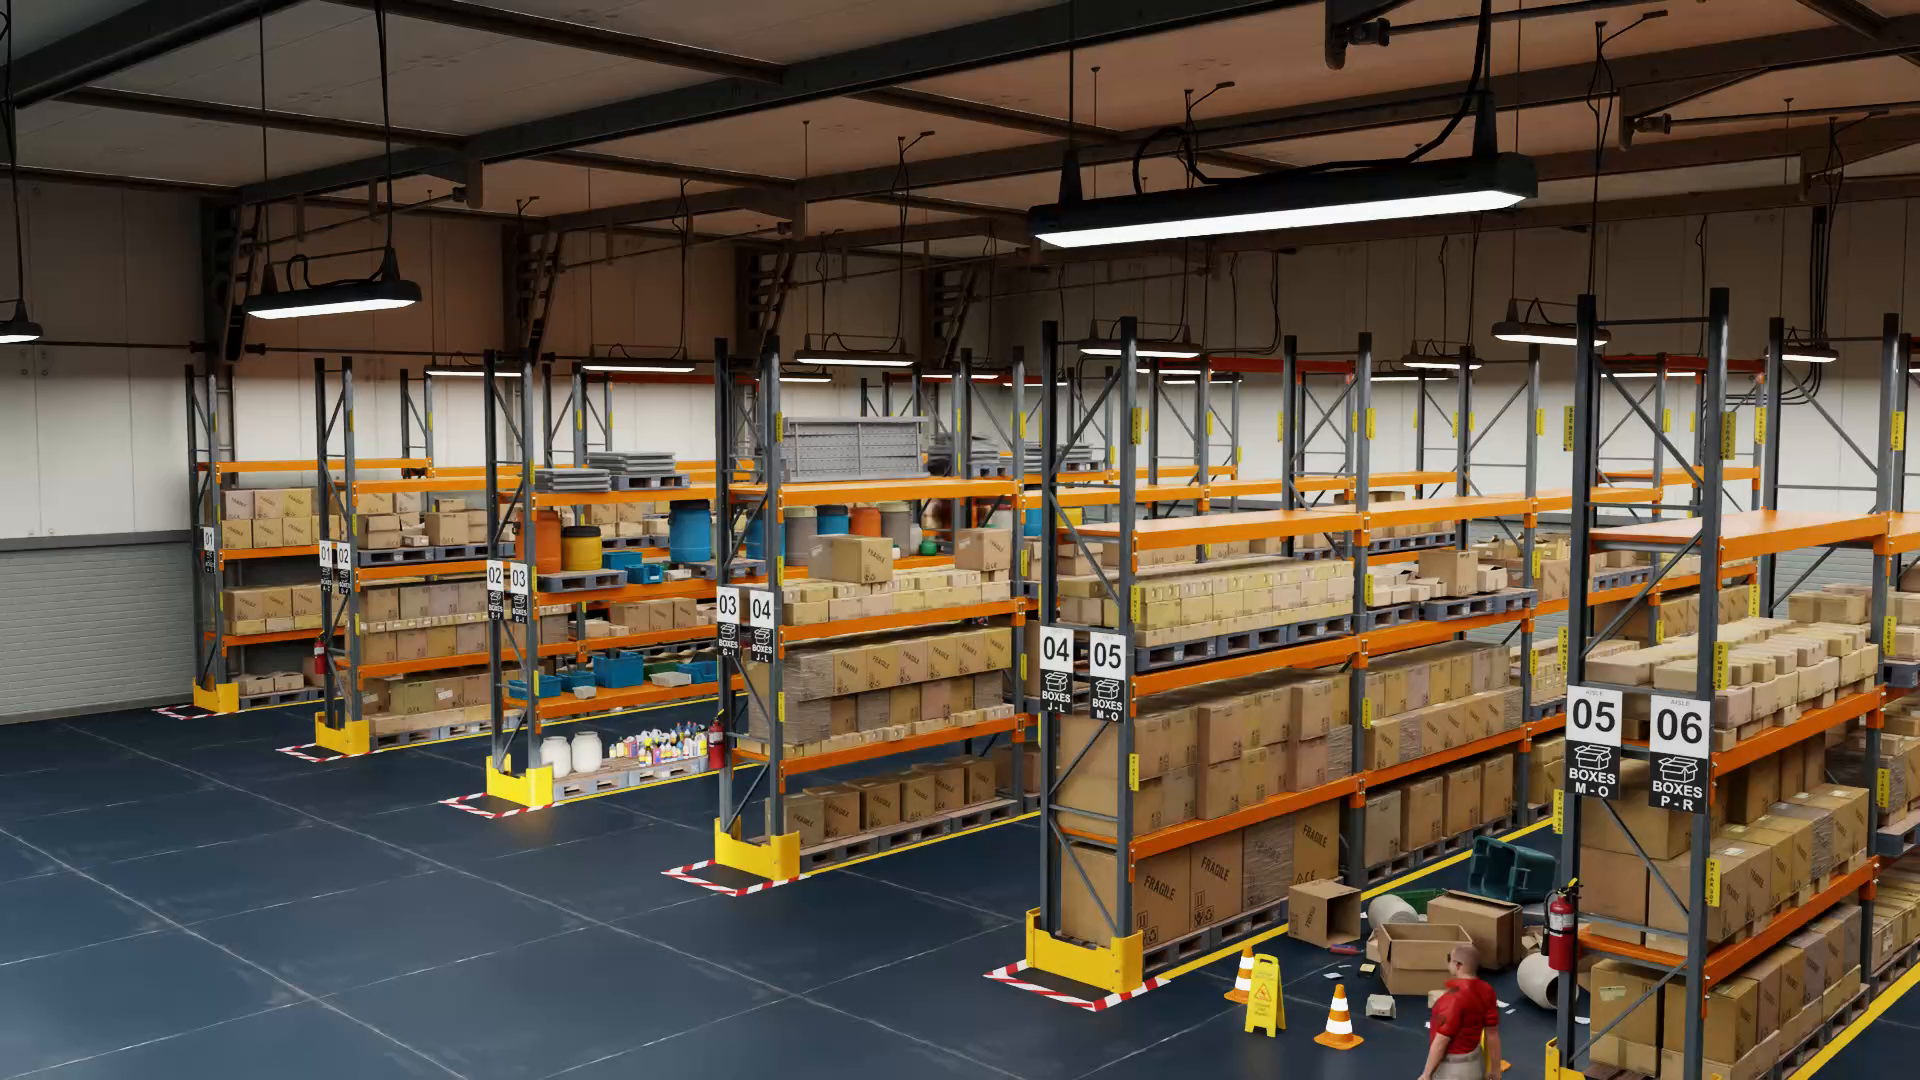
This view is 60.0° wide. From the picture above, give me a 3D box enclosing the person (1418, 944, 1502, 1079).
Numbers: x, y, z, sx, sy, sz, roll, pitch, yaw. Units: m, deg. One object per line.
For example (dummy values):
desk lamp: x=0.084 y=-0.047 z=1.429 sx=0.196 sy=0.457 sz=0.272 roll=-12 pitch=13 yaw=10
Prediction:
person: x=3.280 y=3.483 z=10.894 sx=1.002 sy=1.691 sz=0.508 roll=2 pitch=5 yaw=26
